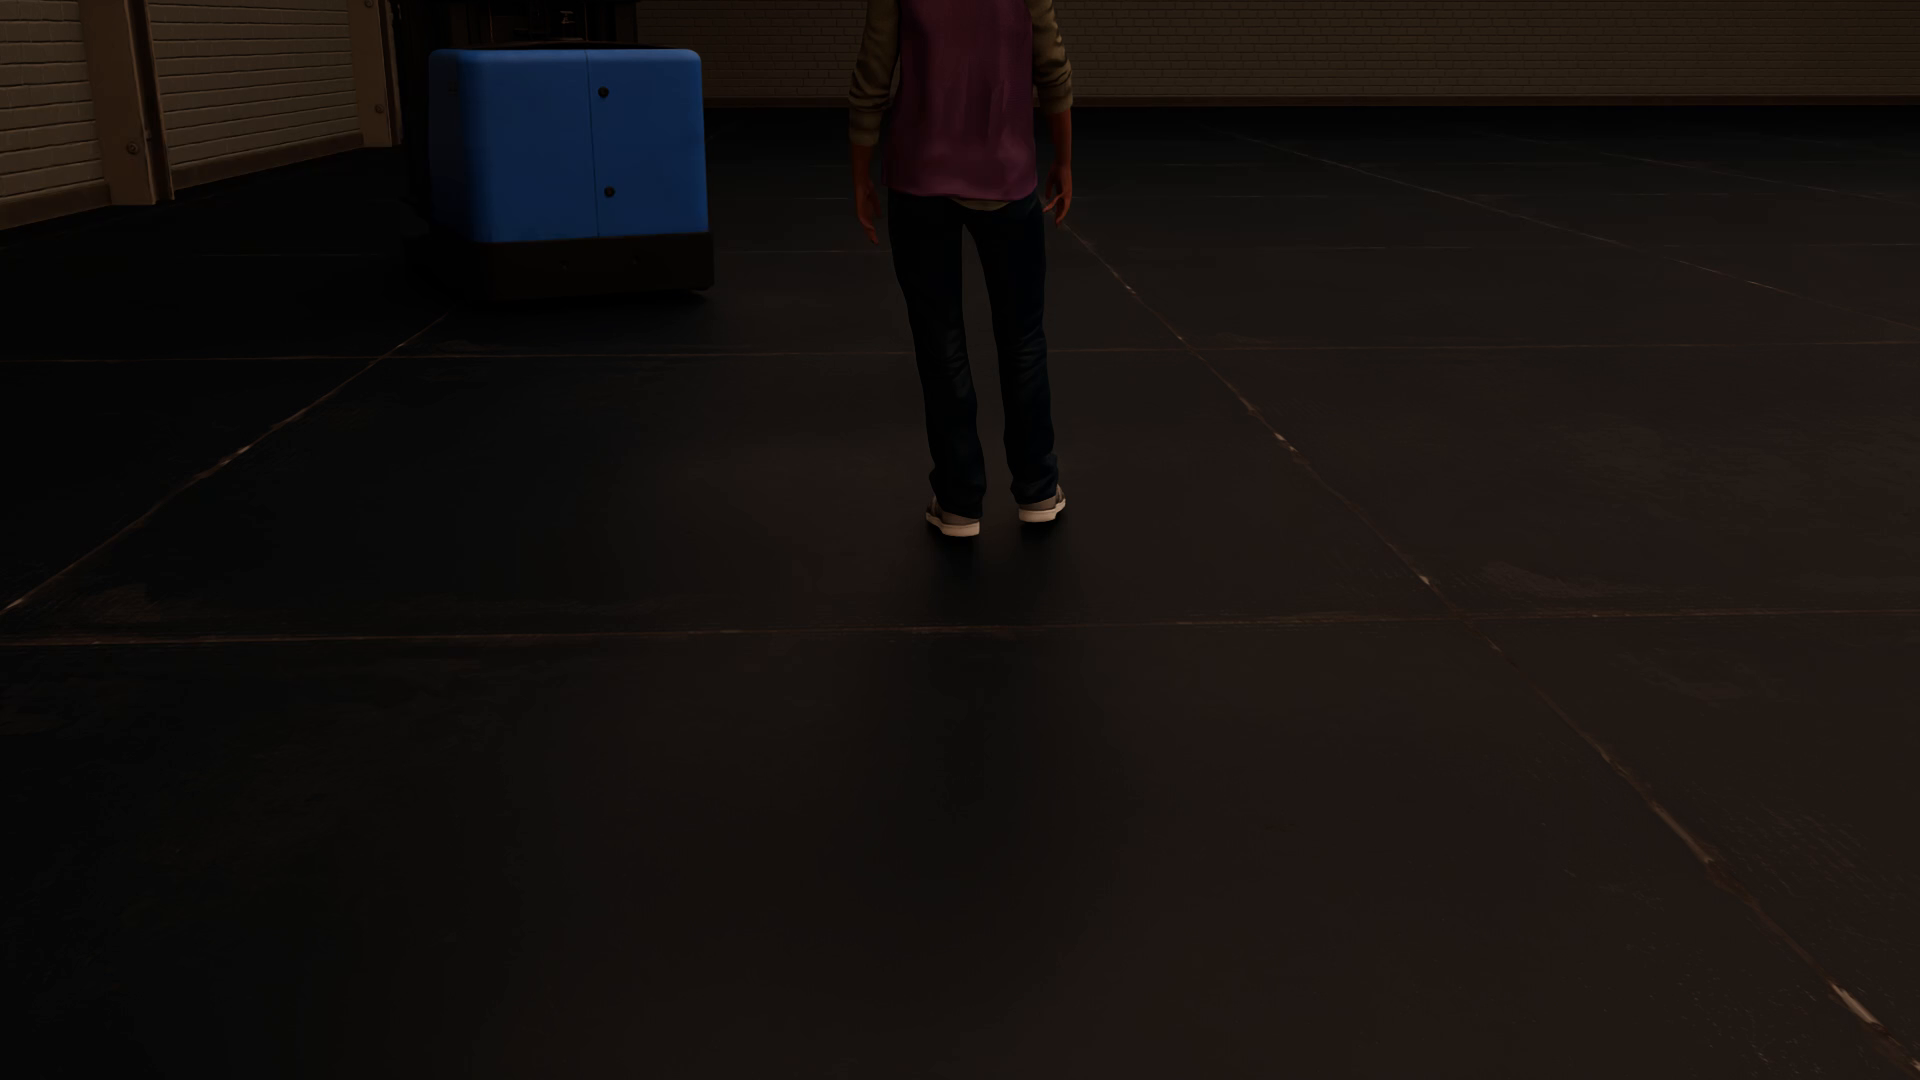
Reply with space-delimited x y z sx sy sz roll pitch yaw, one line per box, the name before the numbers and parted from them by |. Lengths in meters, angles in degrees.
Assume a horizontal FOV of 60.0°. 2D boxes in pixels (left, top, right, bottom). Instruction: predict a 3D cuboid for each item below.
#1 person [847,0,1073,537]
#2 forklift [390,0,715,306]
person | 0.011 -0.792 3.753 0.520 1.597 0.476 -1 17 -3
forklift | -2.182 -2.781 7.999 1.130 2.935 3.031 -8 19 -25
